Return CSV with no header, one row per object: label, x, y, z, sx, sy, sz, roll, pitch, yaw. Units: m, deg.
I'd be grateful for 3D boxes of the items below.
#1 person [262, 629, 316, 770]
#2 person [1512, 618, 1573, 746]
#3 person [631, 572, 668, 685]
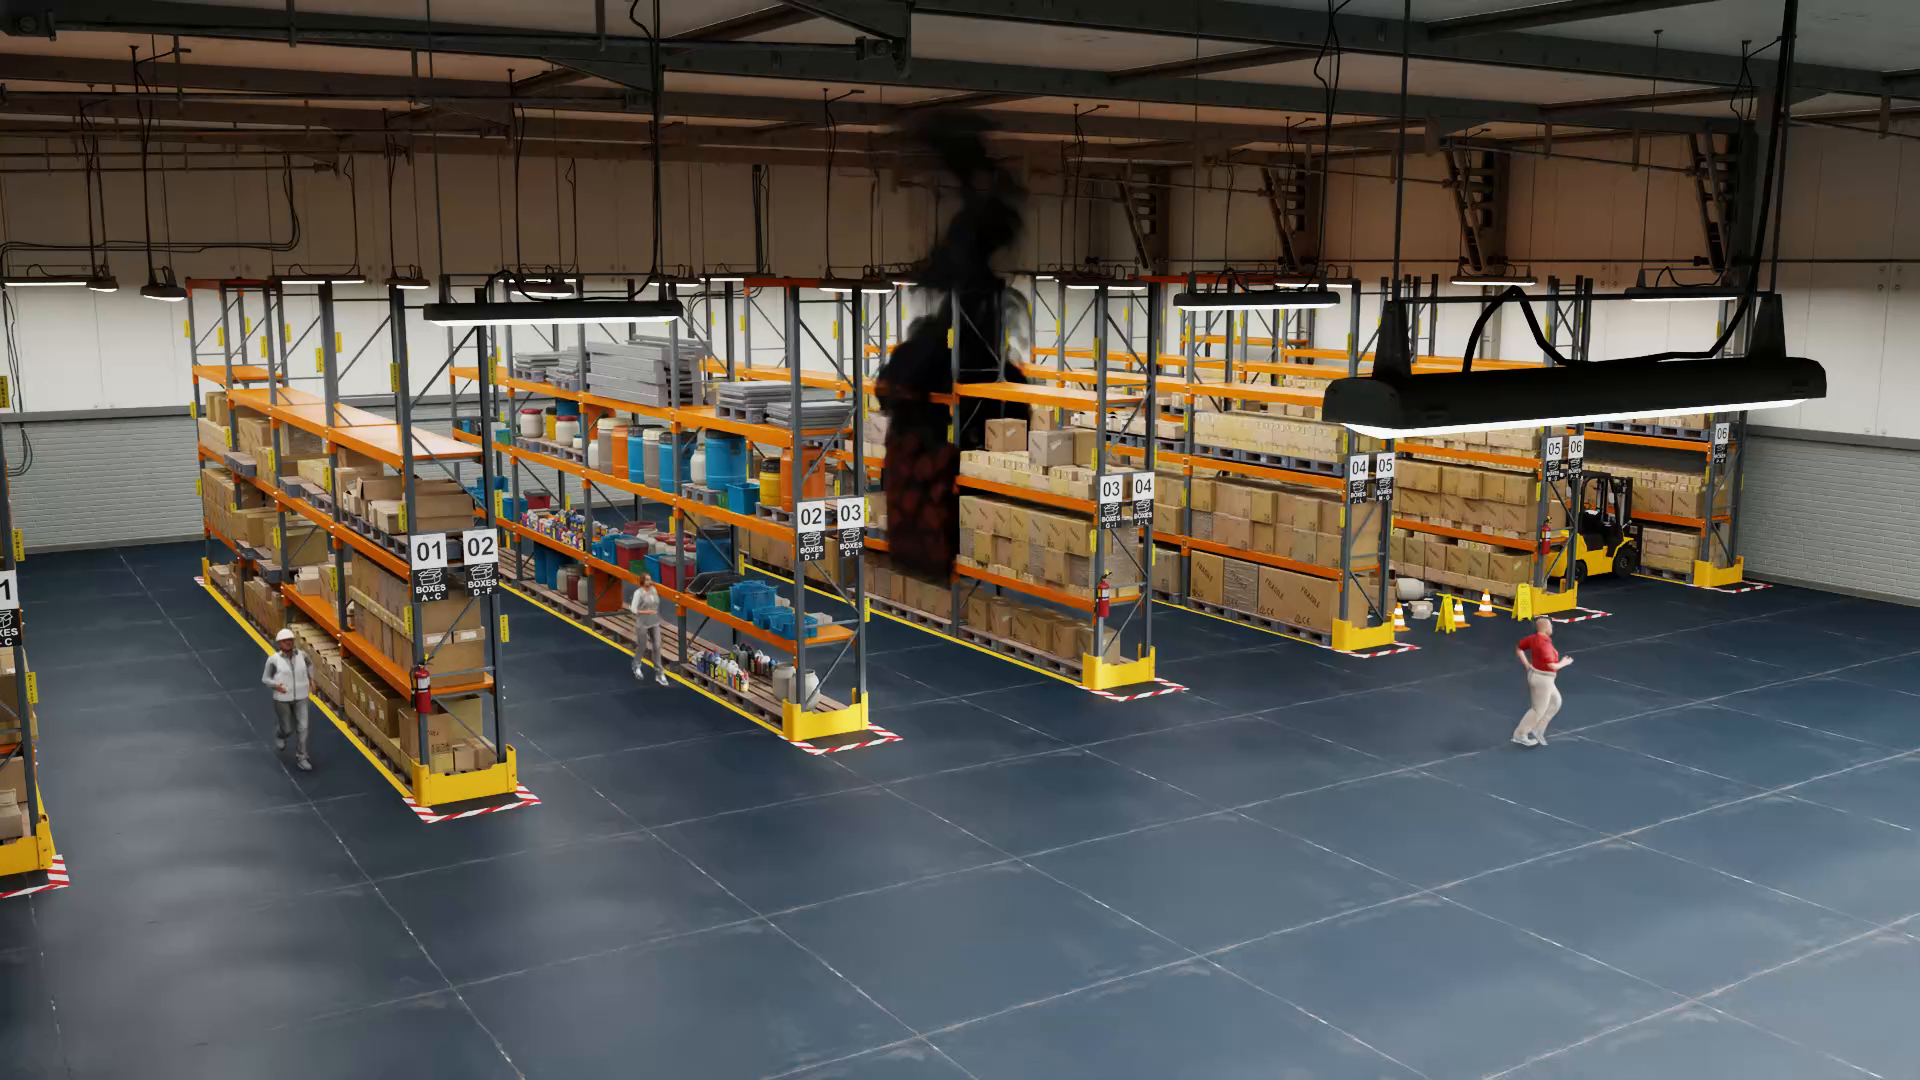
person,-8.420,1.979,20.976,0.676,1.741,0.971,-7,12,-35
person,7.611,1.882,21.726,0.736,1.770,0.637,1,10,4
person,-4.475,1.253,23.880,0.536,1.614,0.791,-8,13,-41
